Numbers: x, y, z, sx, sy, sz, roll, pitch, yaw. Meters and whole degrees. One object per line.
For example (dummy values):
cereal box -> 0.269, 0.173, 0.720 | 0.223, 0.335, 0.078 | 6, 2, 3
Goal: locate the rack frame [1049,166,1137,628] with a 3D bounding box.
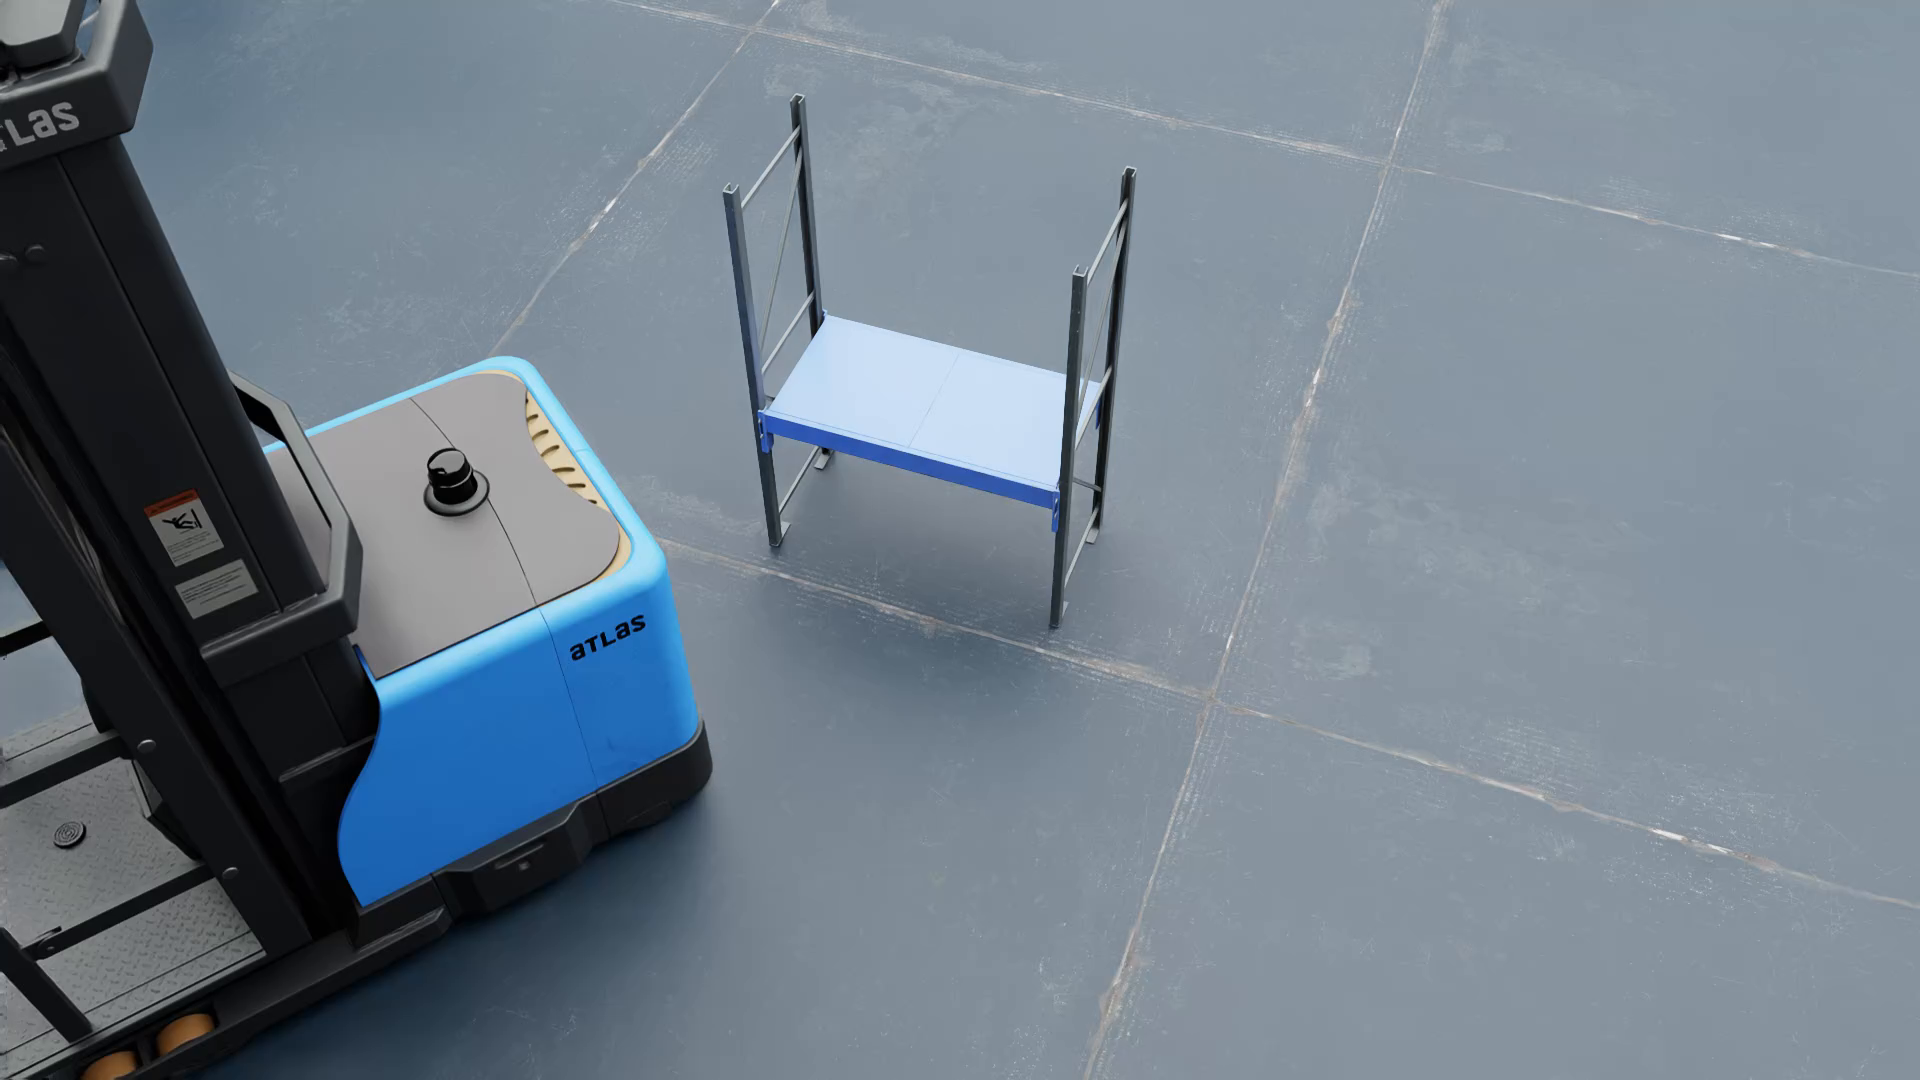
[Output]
rack frame -> 0.397, -0.380, 5.087 | 0.032, 1.500, 0.500 | 16, 51, 13

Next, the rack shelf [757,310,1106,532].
rack shelf -> -0.080, -0.396, 5.339 | 1.000, 0.185, 0.538 | 16, 51, 13

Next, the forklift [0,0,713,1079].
forklift -> -2.268, 0.096, 3.727 | 3.031, 2.935, 1.130 | -26, 54, -21

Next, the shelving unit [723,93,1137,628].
shelving unit -> -0.080, -0.514, 5.203 | 1.048, 1.500, 0.538 | 16, 51, 13

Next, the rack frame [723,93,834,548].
rack frame -> -0.557, -0.647, 5.318 | 0.032, 1.500, 0.500 | 16, 51, 13
